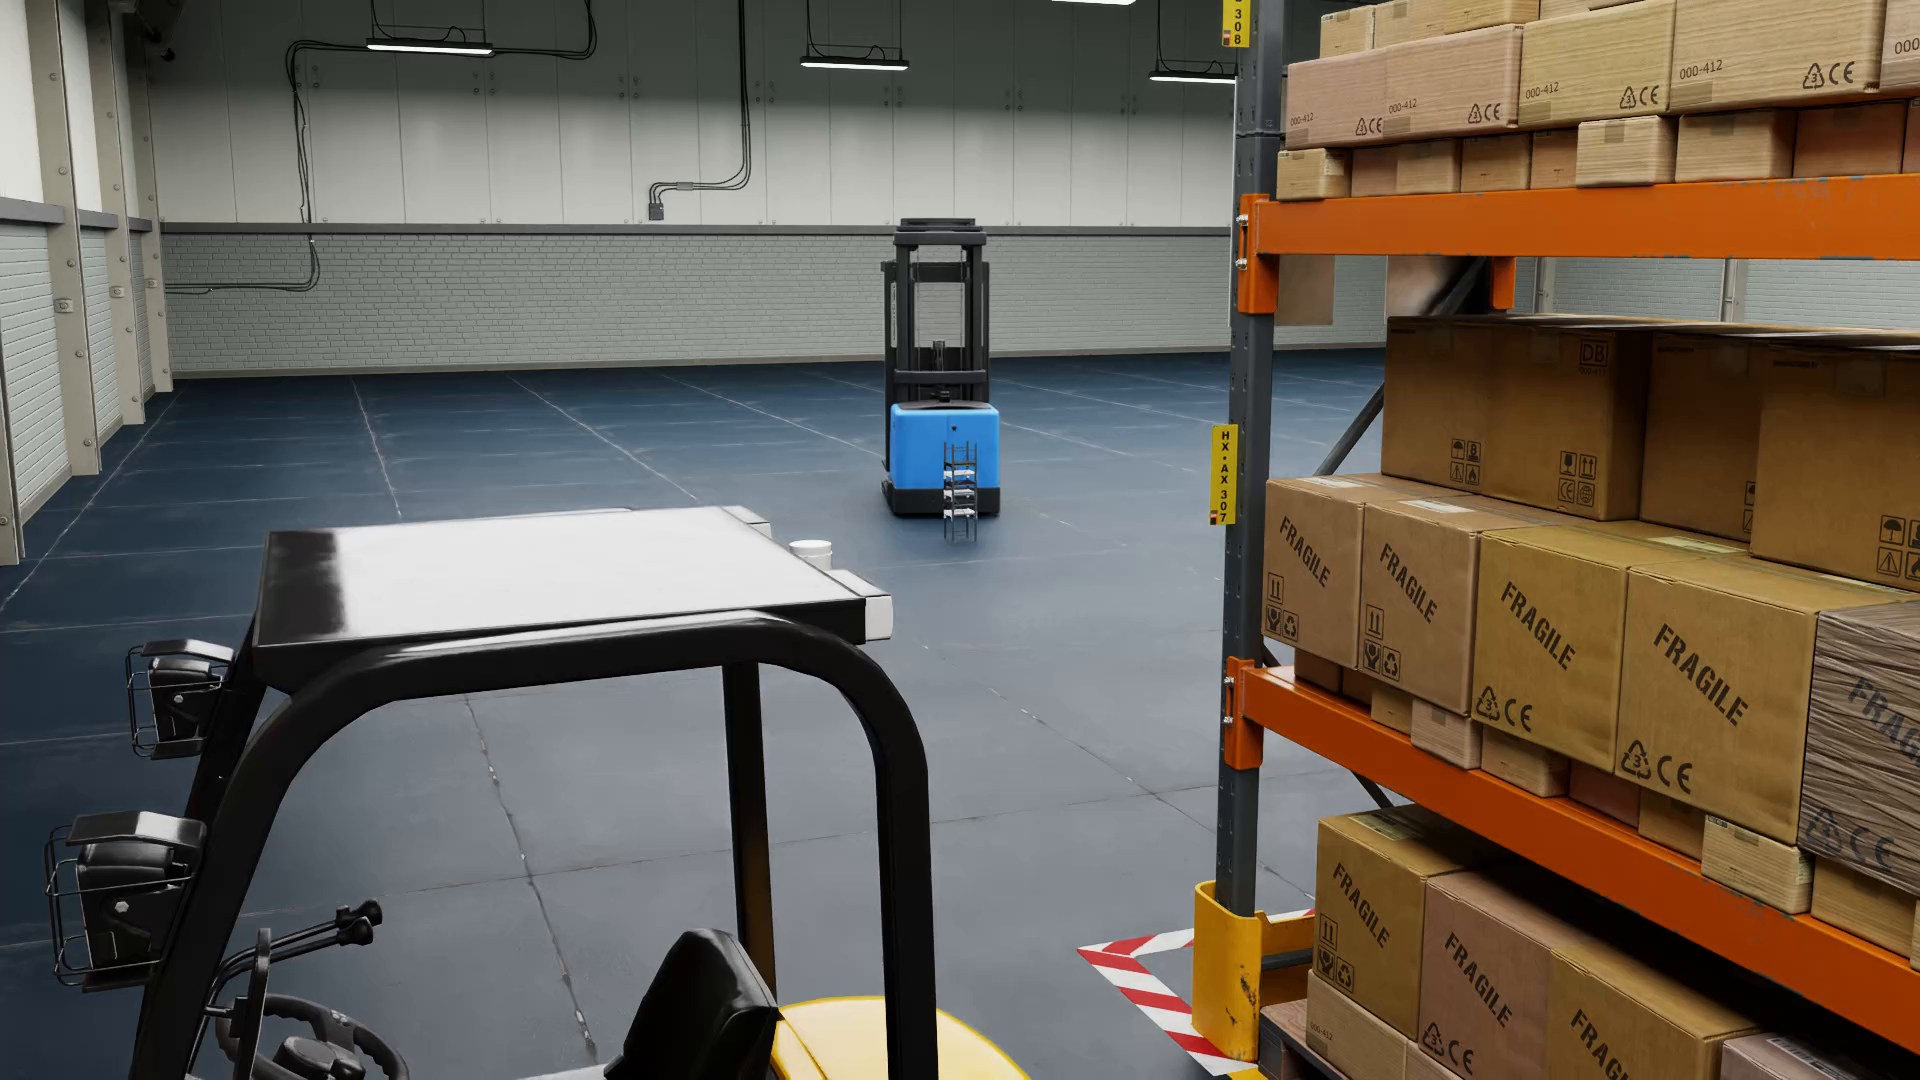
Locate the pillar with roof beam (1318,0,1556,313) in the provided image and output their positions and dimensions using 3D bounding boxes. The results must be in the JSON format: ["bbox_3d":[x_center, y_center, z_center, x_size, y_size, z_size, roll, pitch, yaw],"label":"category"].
[{"bbox_3d":[10.628,-8.910,39.643,9.100,9.000,0.548,-4,11,-21],"label":"pillar with roof beam"}]

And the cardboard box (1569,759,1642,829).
[{"bbox_3d":[1.747,0.585,4.113,0.380,0.149,0.250,-4,11,-19],"label":"cardboard box"}]

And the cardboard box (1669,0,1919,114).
[{"bbox_3d":[1.851,-1.020,3.432,0.500,0.250,0.500,-4,11,-20],"label":"cardboard box"}]

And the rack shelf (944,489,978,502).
[{"bbox_3d":[0.003,-0.409,15.170,0.258,0.077,0.200,-4,11,-21],"label":"rack shelf"}]

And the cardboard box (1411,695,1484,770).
[{"bbox_3d":[1.470,0.506,4.560,0.380,0.149,0.250,-4,11,-20],"label":"cardboard box"}]

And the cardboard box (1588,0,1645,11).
[{"bbox_3d":[1.663,-1.282,3.766,0.380,0.149,0.250,-4,11,-19],"label":"cardboard box"}]

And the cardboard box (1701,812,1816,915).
[{"bbox_3d":[1.851,0.675,3.609,0.380,0.149,0.250,-4,11,-20],"label":"cardboard box"}]

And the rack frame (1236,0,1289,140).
[{"bbox_3d":[1.366,-2.773,5.146,1.000,3.000,0.127,-4,11,-21],"label":"rack frame"}]

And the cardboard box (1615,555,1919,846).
[{"bbox_3d":[1.847,0.329,3.698,0.500,0.500,0.500,-4,11,-22],"label":"cardboard box"}]

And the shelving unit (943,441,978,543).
[{"bbox_3d":[0.003,-0.442,15.164,0.258,0.900,0.210,-4,11,-21],"label":"shelving unit"}]

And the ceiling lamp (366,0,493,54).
[{"bbox_3d":[-8.891,-9.728,27.578,2.000,3.185,0.800,-4,11,-21],"label":"ceiling lamp"}]

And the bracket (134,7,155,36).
[{"bbox_3d":[-13.303,-8.490,27.007,0.076,0.066,4.783,-4,11,-21],"label":"bracket"}]

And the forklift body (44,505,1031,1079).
[{"bbox_3d":[-0.872,1.107,2.883,2.313,2.155,1.214,-4,11,-21],"label":"forklift body"}]

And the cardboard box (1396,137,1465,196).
[{"bbox_3d":[1.426,-1.016,4.546,0.380,0.149,0.250,-4,11,-19],"label":"cardboard box"}]

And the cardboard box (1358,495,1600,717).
[{"bbox_3d":[1.469,0.164,4.629,0.500,0.500,0.500,-4,11,-19],"label":"cardboard box"}]

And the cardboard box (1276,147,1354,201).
[{"bbox_3d":[1.183,-1.098,5.011,0.380,0.149,0.250,-4,11,-21],"label":"cardboard box"}]

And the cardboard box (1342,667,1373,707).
[{"bbox_3d":[1.401,0.413,5.082,0.380,0.149,0.250,-4,11,-20],"label":"cardboard box"}]

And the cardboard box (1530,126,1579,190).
[{"bbox_3d":[1.638,-0.934,4.086,0.380,0.149,0.250,-4,11,-23],"label":"cardboard box"}]

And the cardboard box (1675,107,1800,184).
[{"bbox_3d":[1.788,-0.847,3.599,0.380,0.149,0.250,-4,11,-22],"label":"cardboard box"}]

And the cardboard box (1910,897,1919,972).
[{"bbox_3d":[2.043,0.758,3.141,0.380,0.149,0.250,-4,11,-22],"label":"cardboard box"}]

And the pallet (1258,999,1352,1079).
[{"bbox_3d":[1.655,1.700,5.088,1.003,0.211,1.213,-4,11,-21],"label":"pallet"}]

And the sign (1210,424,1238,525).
[{"bbox_3d":[0.860,-0.212,5.402,0.100,0.325,0.005,-4,11,-21],"label":"sign"}]

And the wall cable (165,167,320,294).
[{"bbox_3d":[-14.553,-6.220,33.387,3.097,2.526,0.112,-4,11,-21],"label":"wall cable"}]

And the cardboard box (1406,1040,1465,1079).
[{"bbox_3d":[1.578,1.560,4.566,0.500,0.250,0.500,-3,11,-19],"label":"cardboard box"}]

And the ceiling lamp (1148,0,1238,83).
[{"bbox_3d":[4.576,-10.645,32.733,2.000,3.185,0.800,-4,11,-21],"label":"ceiling lamp"}]

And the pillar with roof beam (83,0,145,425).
[{"bbox_3d":[-8.532,-6.478,25.970,9.100,9.000,0.548,-4,11,-21],"label":"pillar with roof beam"}]

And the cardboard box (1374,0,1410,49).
[{"bbox_3d":[1.410,-1.454,4.737,0.380,0.149,0.250,-4,11,-21],"label":"cardboard box"}]

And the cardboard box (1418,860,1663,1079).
[{"bbox_3d":[1.603,1.196,4.471,0.500,0.500,0.500,-4,11,-23],"label":"cardboard box"}]

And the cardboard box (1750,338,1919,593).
[{"bbox_3d":[2.263,-0.188,3.753,0.700,0.500,0.500,-4,11,-21],"label":"cardboard box"}]

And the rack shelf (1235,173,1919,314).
[{"bbox_3d":[2.090,-0.616,3.637,1.077,0.370,4.000,-4,11,-21],"label":"rack shelf"}]

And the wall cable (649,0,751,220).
[{"bbox_3d":[-5.700,-10.023,36.190,2.305,6.003,0.169,-4,11,-21],"label":"wall cable"}]

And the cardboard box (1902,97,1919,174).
[{"bbox_3d":[2.042,-0.769,3.159,0.380,0.149,0.250,-4,11,-20],"label":"cardboard box"}]

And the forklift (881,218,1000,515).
[{"bbox_3d":[-0.264,-1.904,17.587,1.130,2.935,3.031,-1,10,-6],"label":"forklift"}]

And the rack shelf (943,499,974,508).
[{"bbox_3d":[0.003,-0.320,15.185,0.258,0.077,0.200,-4,11,-21],"label":"rack shelf"}]

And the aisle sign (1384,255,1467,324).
[{"bbox_3d":[1.613,-1.128,5.604,0.394,0.787,0.004,-4,11,-21],"label":"aisle sign"}]

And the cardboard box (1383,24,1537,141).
[{"bbox_3d":[1.473,-1.187,4.374,0.500,0.250,0.500,-4,11,-22],"label":"cardboard box"}]

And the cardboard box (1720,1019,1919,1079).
[{"bbox_3d":[1.979,1.365,3.521,0.500,0.500,0.500,-3,11,-18],"label":"cardboard box"}]

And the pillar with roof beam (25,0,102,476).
[{"bbox_3d":[-6.357,-5.498,20.465,9.100,9.000,0.400,-4,11,-21],"label":"pillar with roof beam"}]

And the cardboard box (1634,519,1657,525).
[{"bbox_3d":[1.996,0.138,4.776,0.500,0.500,0.500,-4,11,-21],"label":"cardboard box"}]

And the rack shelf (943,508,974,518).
[{"bbox_3d":[0.003,-0.232,15.201,0.258,0.077,0.200,-4,11,-21],"label":"rack shelf"}]

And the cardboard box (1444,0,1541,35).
[{"bbox_3d":[1.465,-1.364,4.228,0.380,0.149,0.250,-4,11,-21],"label":"cardboard box"}]

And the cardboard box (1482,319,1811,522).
[{"bbox_3d":[1.931,-0.355,4.691,0.700,0.500,0.500,-4,11,-20],"label":"cardboard box"}]

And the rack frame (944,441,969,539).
[{"bbox_3d":[-0.034,-0.458,15.257,0.240,0.900,0.006,-4,11,-21],"label":"rack frame"}]

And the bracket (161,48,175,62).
[{"bbox_3d":[-15.397,-9.433,32.307,0.235,0.232,0.430,-4,11,-21],"label":"bracket"}]
